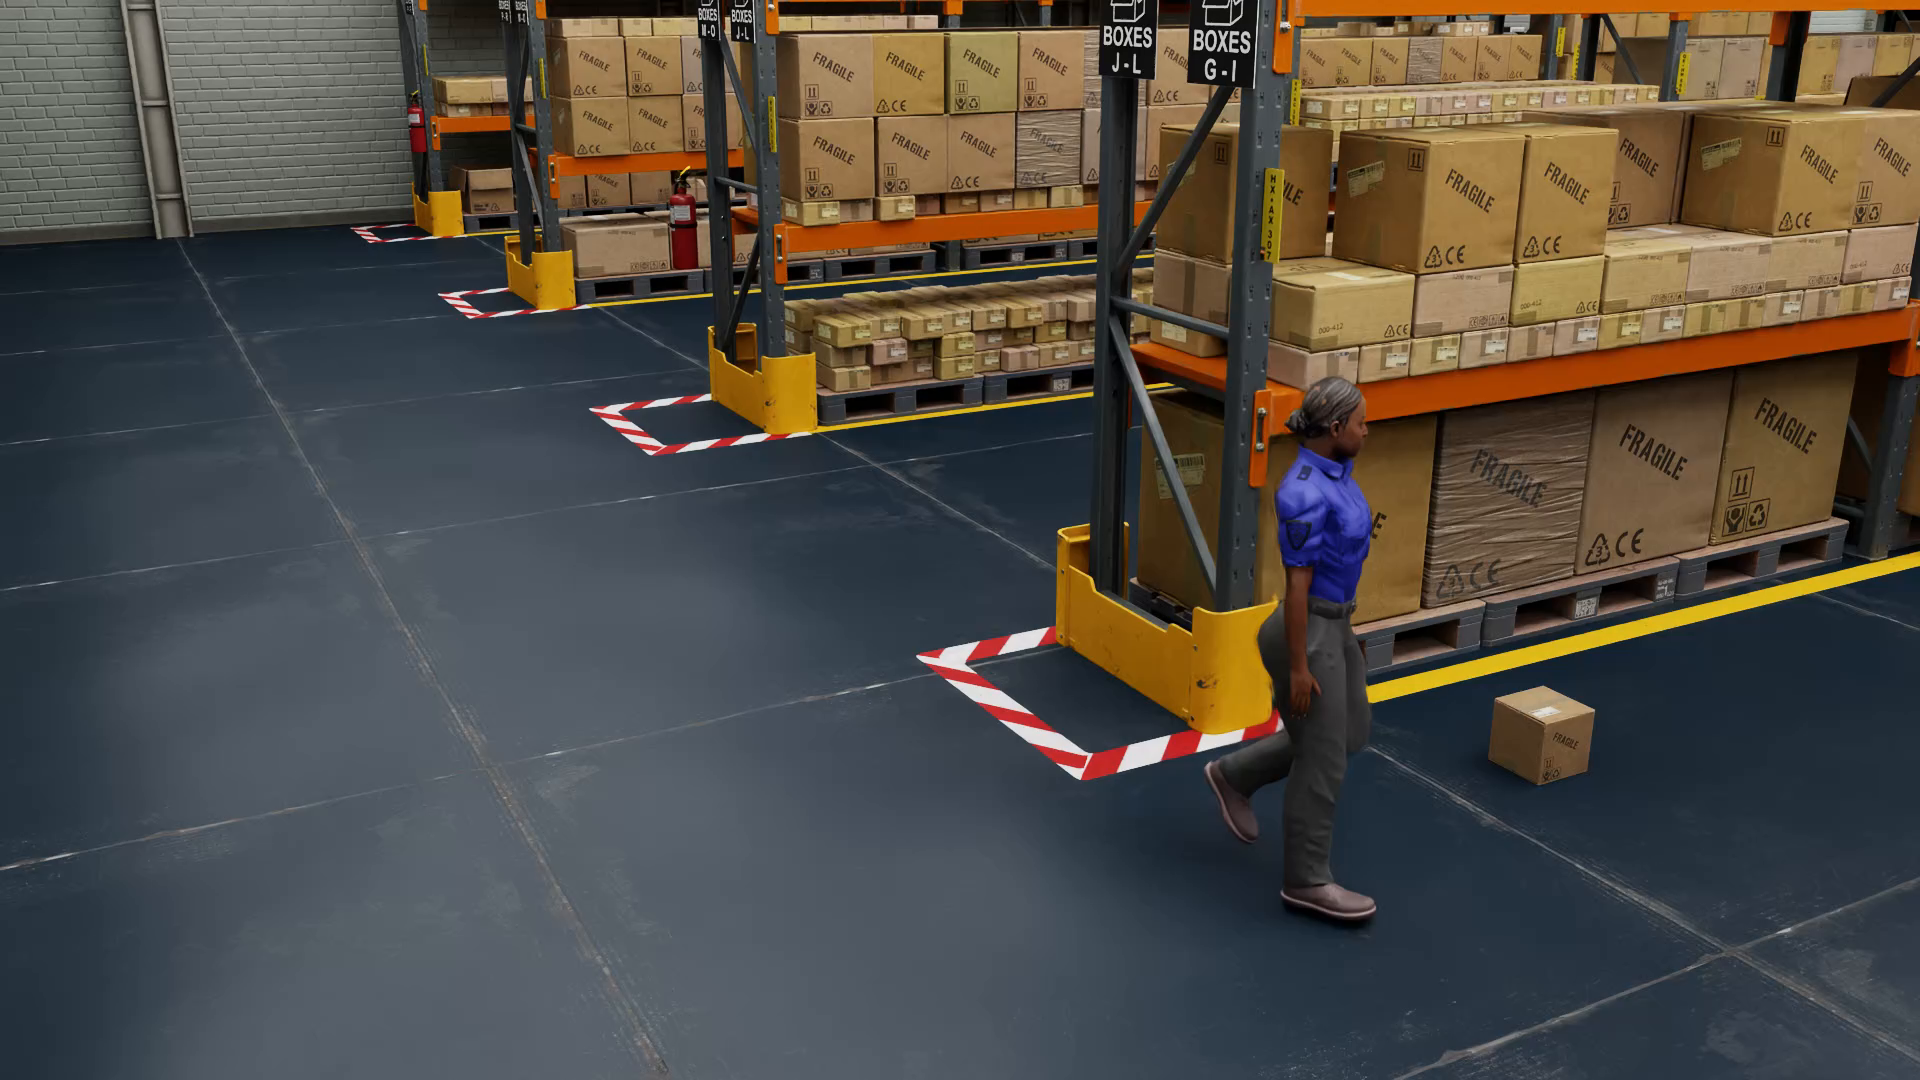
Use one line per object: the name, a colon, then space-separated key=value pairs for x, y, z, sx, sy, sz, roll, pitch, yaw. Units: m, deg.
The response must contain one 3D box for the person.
person: x=1.061 y=0.304 z=5.134 sx=0.642 sy=1.639 sz=0.511 roll=9 pitch=21 yaw=25
